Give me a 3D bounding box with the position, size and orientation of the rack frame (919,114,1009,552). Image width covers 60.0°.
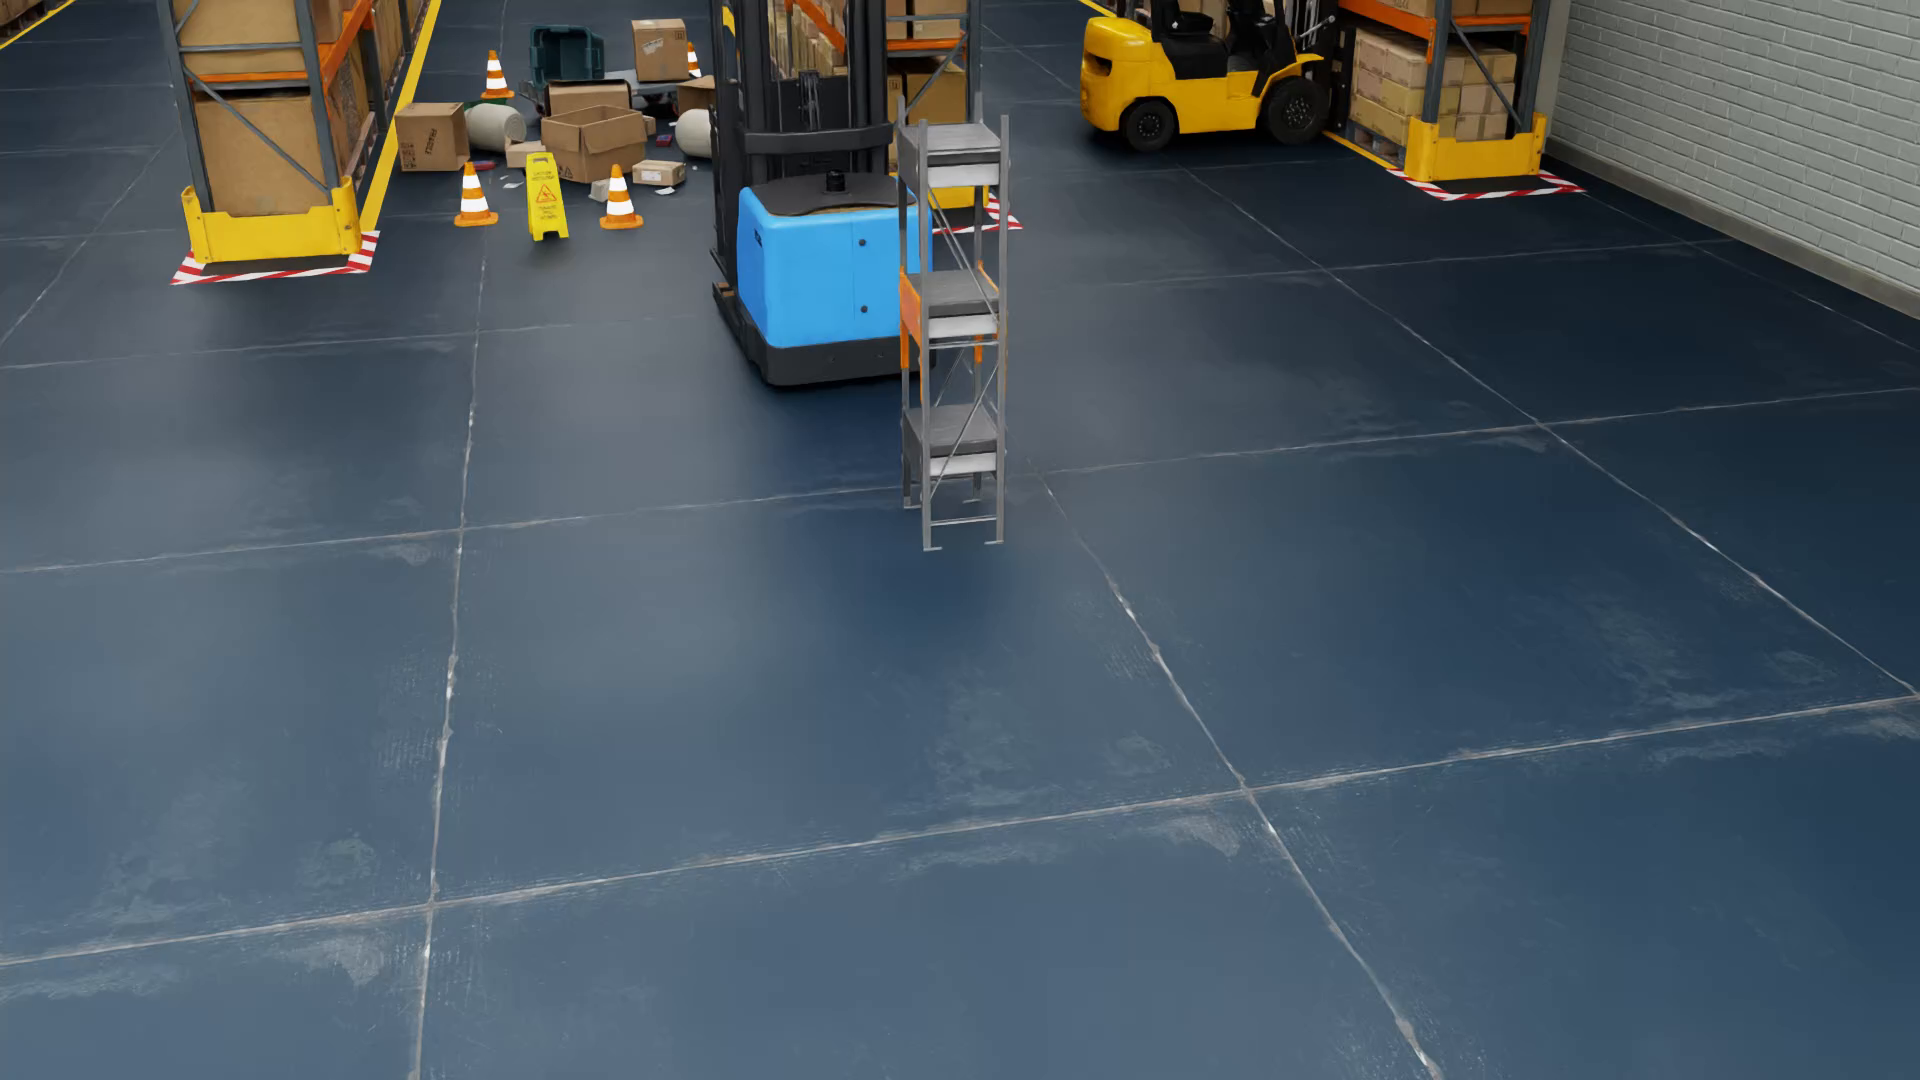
[{"bbox_3d":[0.018,-0.903,7.709,0.400,2.100,0.015,-6,27,-12],"label":"rack frame"}]

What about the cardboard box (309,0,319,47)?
[{"bbox_3d":[-5.412,-3.991,12.661,0.875,0.550,0.550,-6,27,-12],"label":"cardboard box"}]

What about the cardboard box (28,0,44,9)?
[{"bbox_3d":[-12.535,-7.295,21.266,1.225,0.875,0.875,-6,27,-11],"label":"cardboard box"}]

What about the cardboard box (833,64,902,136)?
[{"bbox_3d":[-0.774,-3.693,13.991,0.500,0.500,0.500,-6,27,-11],"label":"cardboard box"}]

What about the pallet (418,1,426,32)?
[{"bbox_3d":[-7.388,-6.671,21.232,1.003,0.211,1.213,-6,27,-12],"label":"pallet"}]

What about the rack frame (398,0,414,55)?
[{"bbox_3d":[-6.942,-7.038,18.865,1.000,3.000,0.127,-6,27,-12],"label":"rack frame"}]

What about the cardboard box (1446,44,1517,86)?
[{"bbox_3d":[4.572,-4.215,14.748,0.500,0.250,0.500,-6,27,-12],"label":"cardboard box"}]

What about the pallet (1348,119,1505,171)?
[{"bbox_3d":[4.283,-3.665,15.278,1.003,0.211,1.213,-6,27,-12],"label":"pallet"}]

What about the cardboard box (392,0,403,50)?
[{"bbox_3d":[-6.893,-5.945,18.730,1.050,0.750,0.750,-6,27,-12],"label":"cardboard box"}]

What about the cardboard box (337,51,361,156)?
[{"bbox_3d":[-5.760,-3.842,14.426,0.875,0.875,0.875,-6,27,-11],"label":"cardboard box"}]

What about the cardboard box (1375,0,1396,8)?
[{"bbox_3d":[4.021,-5.041,14.798,0.500,0.500,0.500,-5,27,-10],"label":"cardboard box"}]

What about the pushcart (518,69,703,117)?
[{"bbox_3d":[-3.451,-4.405,16.558,1.648,0.377,0.936,-16,31,-29],"label":"pushcart"}]

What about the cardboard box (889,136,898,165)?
[{"bbox_3d":[-0.789,-3.371,14.185,0.500,0.250,0.500,-6,27,-12],"label":"cardboard box"}]

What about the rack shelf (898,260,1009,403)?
[{"bbox_3d":[-0.037,-0.998,7.927,0.431,0.518,0.480,-6,27,-12],"label":"rack shelf"}]

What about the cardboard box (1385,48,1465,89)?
[{"bbox_3d":[4.088,-4.156,14.630,0.500,0.250,0.500,-5,27,-10],"label":"cardboard box"}]

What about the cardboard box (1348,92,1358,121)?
[{"bbox_3d":[3.875,-4.153,15.734,0.500,0.250,0.500,-6,27,-11],"label":"cardboard box"}]

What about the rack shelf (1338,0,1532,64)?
[{"bbox_3d":[4.045,-5.136,15.894,1.077,0.370,4.000,-6,27,-12],"label":"rack shelf"}]

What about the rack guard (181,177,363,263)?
[{"bbox_3d":[-5.134,-2.400,12.449,1.175,0.500,0.348,-6,27,-12],"label":"rack guard"}]

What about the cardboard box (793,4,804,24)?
[{"bbox_3d":[-1.401,-5.066,15.991,0.380,0.149,0.250,-6,27,-11],"label":"cardboard box"}]

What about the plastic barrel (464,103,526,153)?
[{"bbox_3d":[-4.291,-3.790,15.288,0.512,0.421,0.421,13,30,24],"label":"plastic barrel"}]

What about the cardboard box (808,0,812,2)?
[{"bbox_3d":[-1.203,-4.984,15.073,0.380,0.149,0.250,-6,27,-11],"label":"cardboard box"}]

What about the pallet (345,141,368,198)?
[{"bbox_3d":[-5.667,-3.159,14.274,1.003,0.211,1.213,-6,27,-12],"label":"pallet"}]

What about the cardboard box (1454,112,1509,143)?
[{"bbox_3d":[4.576,-3.774,14.984,0.500,0.250,0.500,-6,27,-11],"label":"cardboard box"}]

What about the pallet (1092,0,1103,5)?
[{"bbox_3d":[2.290,-7.712,23.295,1.003,0.211,1.213,-6,27,-12],"label":"pallet"}]

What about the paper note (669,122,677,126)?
[{"bbox_3d":[-2.784,-4.098,16.335,0.148,0.019,0.142,-6,27,-12],"label":"paper note"}]

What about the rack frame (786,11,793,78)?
[{"bbox_3d":[-1.241,-5.829,16.470,1.000,3.000,0.127,-6,27,-12],"label":"rack frame"}]

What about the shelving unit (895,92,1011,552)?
[{"bbox_3d":[-0.037,-1.010,7.921,0.431,2.100,0.503,-6,27,-12],"label":"shelving unit"}]

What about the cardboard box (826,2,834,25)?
[{"bbox_3d":[-0.922,-4.428,13.973,0.380,0.149,0.250,-5,27,-11],"label":"cardboard box"}]

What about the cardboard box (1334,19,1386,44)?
[{"bbox_3d":[3.737,-4.823,15.952,0.500,0.250,0.500,-7,28,-13],"label":"cardboard box"}]

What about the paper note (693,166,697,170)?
[{"bbox_3d":[-2.359,-3.314,14.805,0.032,0.001,0.123,-6,27,-12],"label":"paper note"}]

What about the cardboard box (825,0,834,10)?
[{"bbox_3d":[-0.839,-4.681,13.754,0.500,0.500,0.500,-6,27,-11],"label":"cardboard box"}]

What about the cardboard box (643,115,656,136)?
[{"bbox_3d":[-3.148,-4.033,15.945,0.396,0.266,0.258,19,32,32],"label":"cardboard box"}]

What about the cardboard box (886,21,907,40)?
[{"bbox_3d":[-0.632,-4.103,13.330,0.380,0.149,0.250,-5,27,-10],"label":"cardboard box"}]

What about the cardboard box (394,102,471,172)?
[{"bbox_3d":[-4.691,-3.590,14.805,0.500,0.500,0.500,-1,27,-3],"label":"cardboard box"}]

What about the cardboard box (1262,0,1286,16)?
[{"bbox_3d":[3.398,-5.497,17.287,0.500,0.250,0.500,-6,27,-12],"label":"cardboard box"}]

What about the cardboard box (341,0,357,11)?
[{"bbox_3d":[-5.800,-4.949,14.560,0.875,0.550,0.550,-6,27,-12],"label":"cardboard box"}]

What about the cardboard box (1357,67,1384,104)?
[{"bbox_3d":[3.979,-4.165,15.204,0.500,0.250,0.500,-6,27,-12],"label":"cardboard box"}]

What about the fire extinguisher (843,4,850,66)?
[{"bbox_3d":[-0.763,-3.941,12.816,0.296,0.674,0.183,-6,27,-12],"label":"fire extinguisher"}]

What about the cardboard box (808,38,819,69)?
[{"bbox_3d":[-1.124,-4.376,15.344,0.500,0.500,0.500,-5,27,-9],"label":"cardboard box"}]

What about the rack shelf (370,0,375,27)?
[{"bbox_3d":[-6.492,-5.839,17.288,1.077,0.370,4.000,-6,27,-12],"label":"rack shelf"}]

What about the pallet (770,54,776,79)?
[{"bbox_3d":[-1.696,-5.462,18.838,1.003,0.211,1.213,-6,27,-12],"label":"pallet"}]

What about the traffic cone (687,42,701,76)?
[{"bbox_3d":[-2.884,-5.099,17.838,0.336,0.463,0.334,-6,27,-12],"label":"traffic cone"}]

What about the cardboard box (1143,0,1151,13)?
[{"bbox_3d":[2.820,-6.943,20.846,0.875,0.625,0.625,-5,27,-10],"label":"cardboard box"}]

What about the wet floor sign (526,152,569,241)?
[{"bbox_3d":[-3.204,-2.663,12.811,0.267,0.644,0.232,-11,29,-20],"label":"wet floor sign"}]

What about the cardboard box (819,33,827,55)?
[{"bbox_3d":[-1.033,-4.363,14.599,0.380,0.149,0.250,-5,27,-9],"label":"cardboard box"}]

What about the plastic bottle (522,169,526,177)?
[{"bbox_3d":[-3.739,-3.208,14.539,0.133,0.061,0.283,-16,31,-29],"label":"plastic bottle"}]

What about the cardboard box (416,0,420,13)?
[{"bbox_3d":[-7.090,-6.891,20.882,0.500,0.500,0.500,-7,28,-13],"label":"cardboard box"}]

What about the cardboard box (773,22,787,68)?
[{"bbox_3d":[-1.527,-5.389,18.048,0.950,0.372,0.625,-4,27,-8],"label":"cardboard box"}]

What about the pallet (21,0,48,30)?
[{"bbox_3d":[-12.452,-6.759,21.406,1.003,0.211,1.213,-6,27,-12],"label":"pallet"}]

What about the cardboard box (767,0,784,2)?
[{"bbox_3d":[-2.025,-6.350,19.953,0.950,0.372,0.625,-8,28,-15],"label":"cardboard box"}]

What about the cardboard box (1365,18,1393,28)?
[{"bbox_3d":[4.245,-4.881,16.066,0.500,0.250,0.500,-6,27,-13],"label":"cardboard box"}]

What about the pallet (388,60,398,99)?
[{"bbox_3d":[-6.567,-4.905,17.733,1.003,0.211,1.213,-6,27,-12],"label":"pallet"}]

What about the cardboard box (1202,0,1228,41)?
[{"bbox_3d":[3.298,-6.031,19.040,0.875,0.625,0.625,-6,27,-12],"label":"cardboard box"}]

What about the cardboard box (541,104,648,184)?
[{"bbox_3d":[-3.202,-3.473,14.572,0.637,0.503,0.797,19,32,32],"label":"cardboard box"}]

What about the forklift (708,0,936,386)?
[{"bbox_3d":[-1.067,-2.872,10.688,1.130,2.935,3.031,-8,28,-15],"label":"forklift"}]

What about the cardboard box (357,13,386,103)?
[{"bbox_3d":[-6.268,-4.729,16.320,1.050,0.750,0.750,-6,27,-12],"label":"cardboard box"}]
